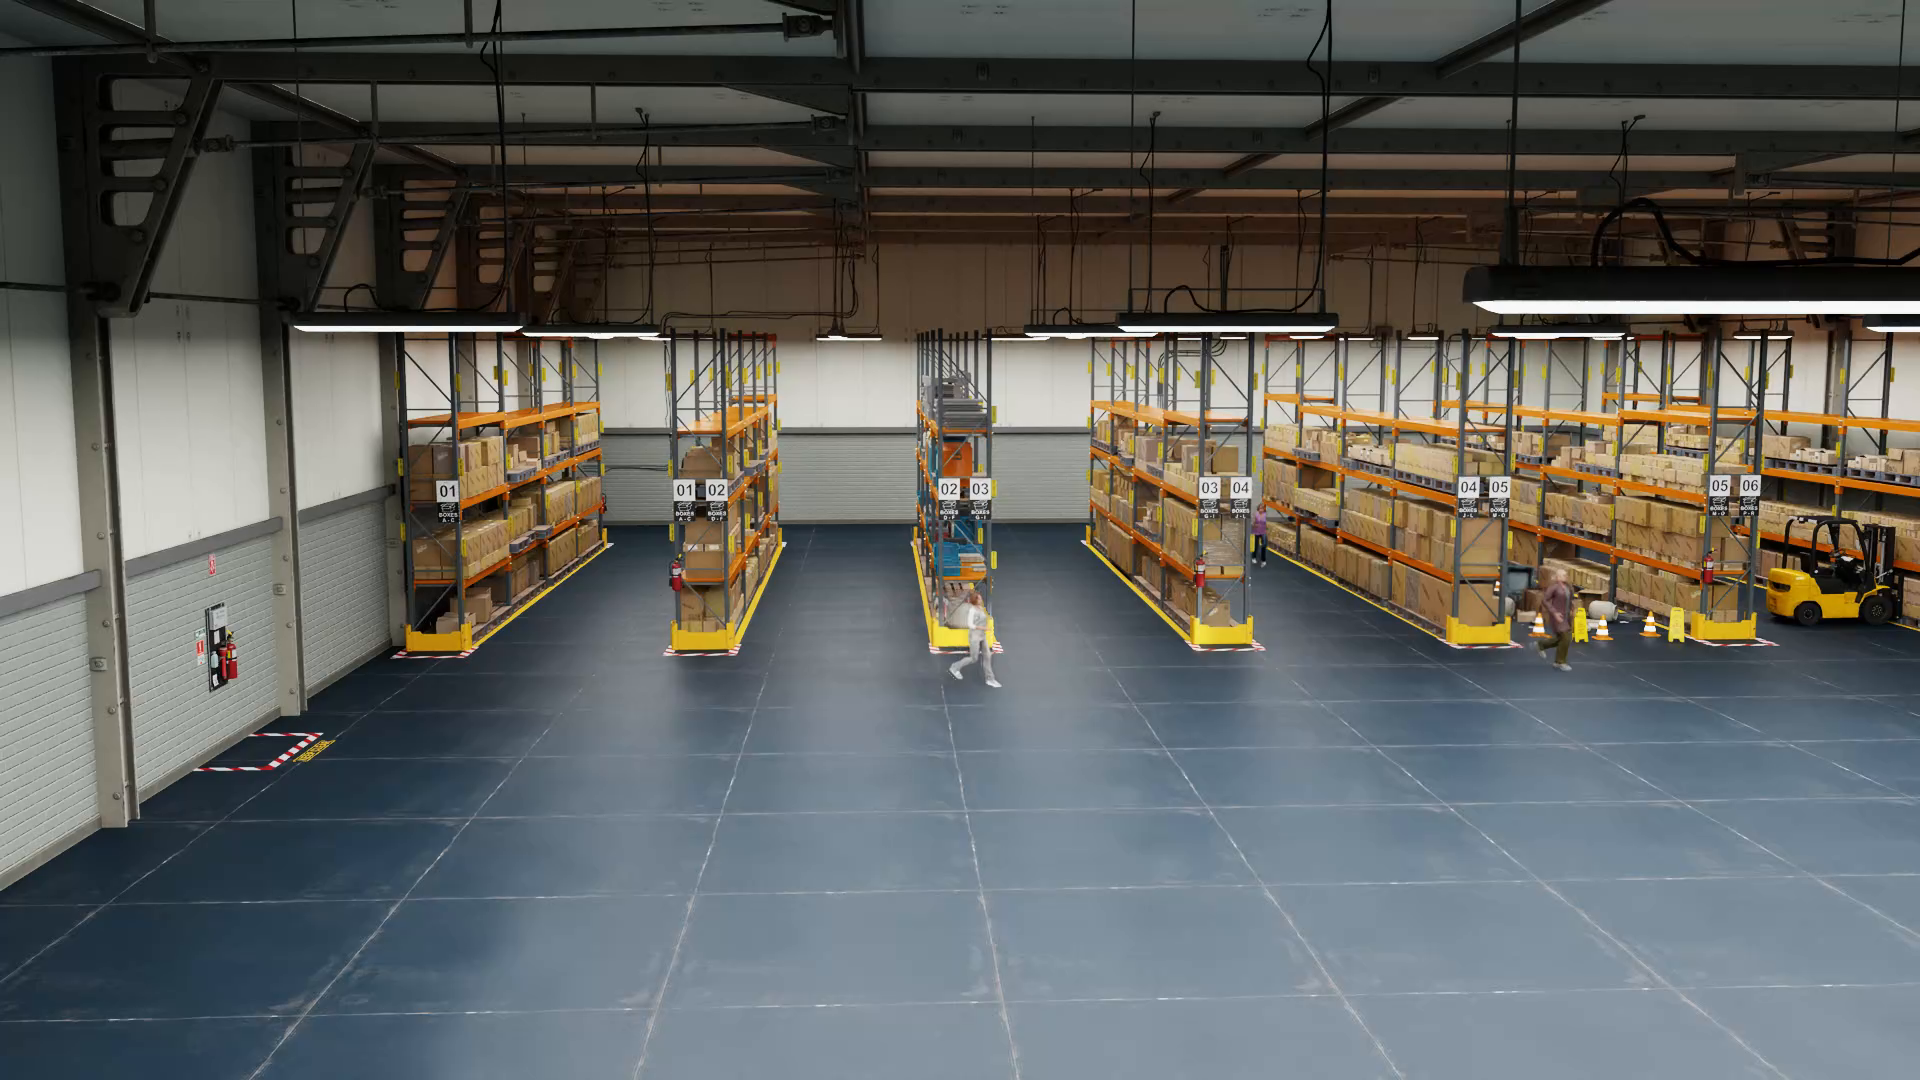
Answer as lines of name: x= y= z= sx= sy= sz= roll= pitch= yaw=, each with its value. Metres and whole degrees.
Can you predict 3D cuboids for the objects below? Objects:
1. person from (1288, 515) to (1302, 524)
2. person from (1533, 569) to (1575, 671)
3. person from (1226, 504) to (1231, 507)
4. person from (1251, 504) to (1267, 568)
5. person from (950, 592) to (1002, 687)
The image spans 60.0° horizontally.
person: x=9.853 y=-0.839 z=48.835 sx=0.779 sy=1.642 sz=0.601 roll=5 pitch=8 yaw=35
person: x=10.545 y=1.391 z=29.494 sx=0.710 sy=1.789 sz=0.811 roll=-5 pitch=8 yaw=-37
person: x=7.398 y=-0.706 z=47.032 sx=0.721 sy=1.766 sz=0.876 roll=2 pitch=7 yaw=17
person: x=7.719 y=-0.120 z=42.896 sx=0.484 sy=1.616 sz=0.793 roll=0 pitch=7 yaw=-3
person: x=0.268 y=1.660 z=27.828 sx=0.900 sy=1.591 sz=0.554 roll=3 pitch=7 yaw=23
